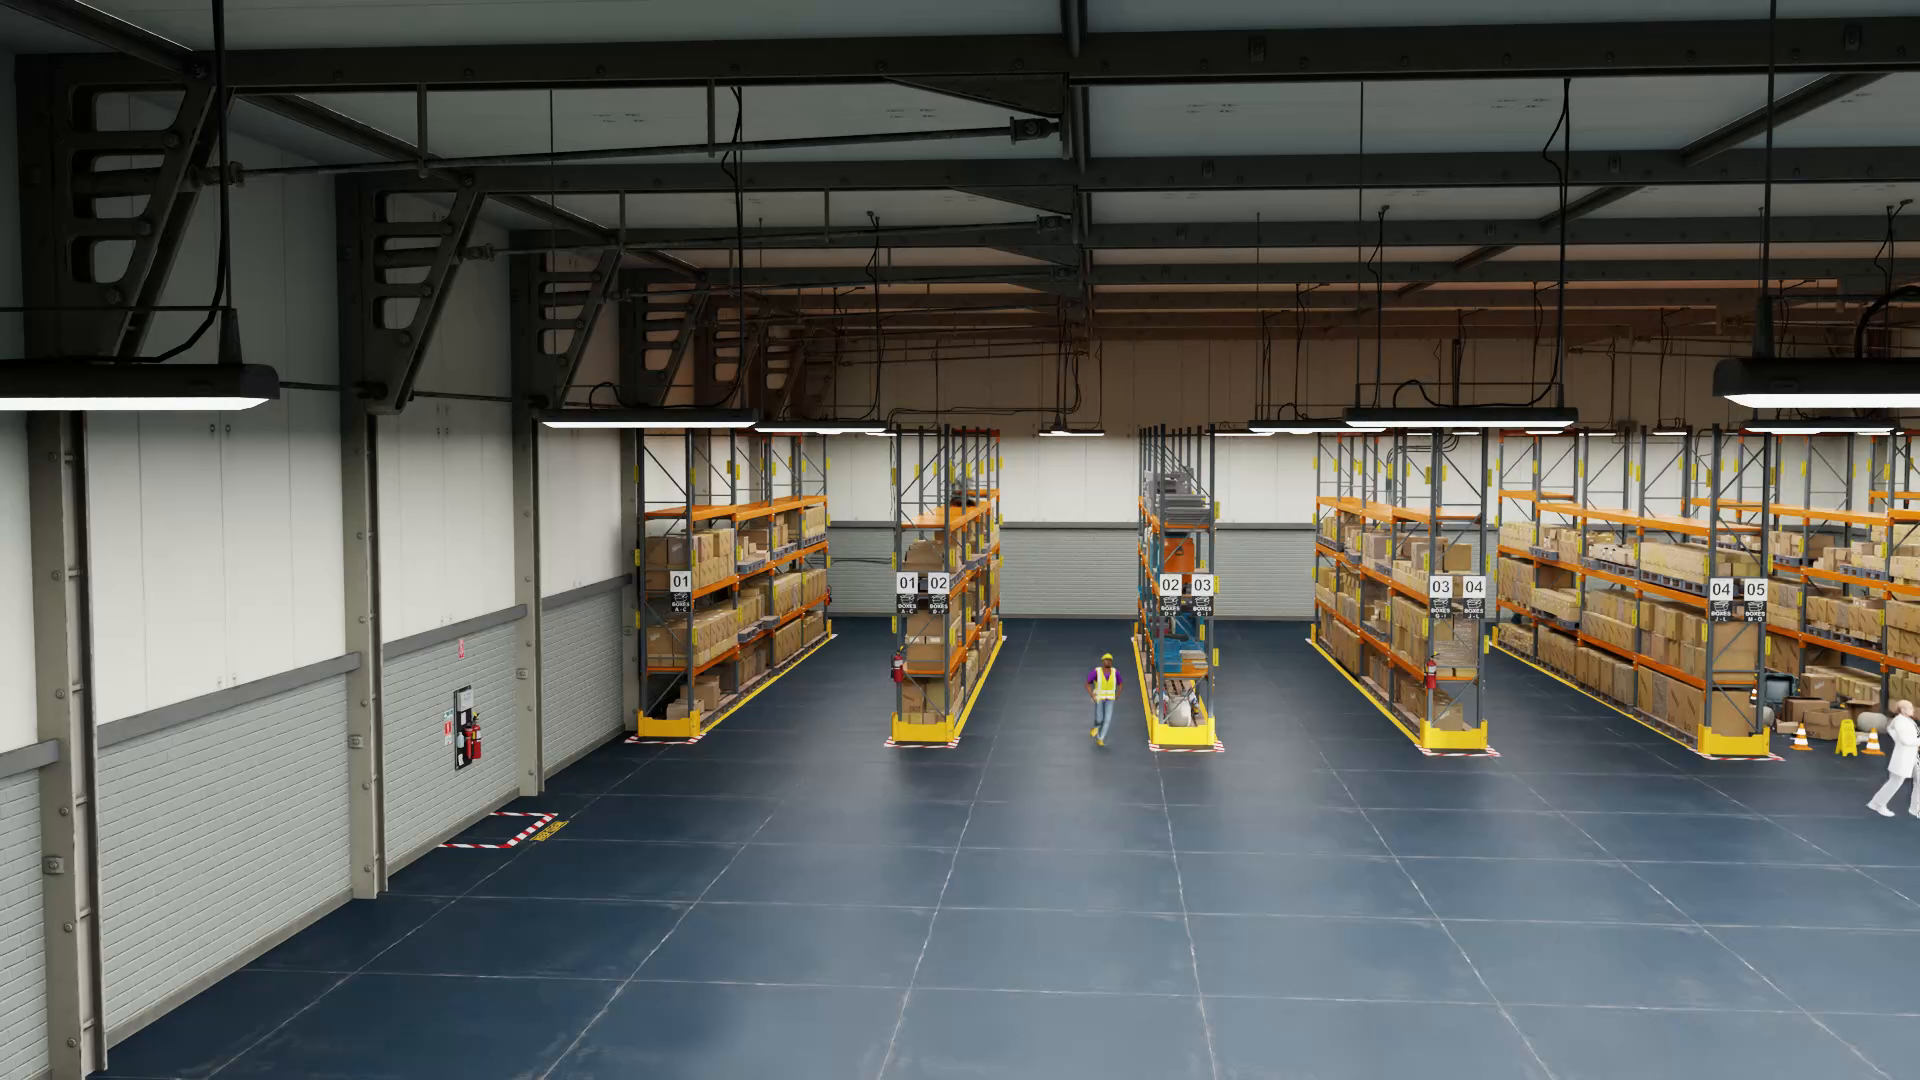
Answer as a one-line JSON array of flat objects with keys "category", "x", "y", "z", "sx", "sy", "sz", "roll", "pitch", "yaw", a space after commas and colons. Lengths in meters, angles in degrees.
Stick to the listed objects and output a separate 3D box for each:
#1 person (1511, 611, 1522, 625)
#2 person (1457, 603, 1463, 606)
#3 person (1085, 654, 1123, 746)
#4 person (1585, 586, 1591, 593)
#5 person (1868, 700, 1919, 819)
[{"category": "person", "x": 15.835, "y": 2.058, "z": 47.169, "sx": 0.666, "sy": 1.633, "sz": 0.514, "roll": 0, "pitch": 3, "yaw": -3}, {"category": "person", "x": 13.386, "y": 2.211, "z": 43.928, "sx": 0.683, "sy": 1.679, "sz": 0.699, "roll": 1, "pitch": 4, "yaw": 16}, {"category": "person", "x": 2.737, "y": 2.981, "z": 31.283, "sx": 0.729, "sy": 1.700, "sz": 0.671, "roll": -1, "pitch": 4, "yaw": -11}, {"category": "person", "x": 17.019, "y": 2.128, "z": 45.221, "sx": 0.578, "sy": 1.753, "sz": 0.747, "roll": -1, "pitch": 4, "yaw": -12}, {"category": "person", "x": 14.115, "y": 3.314, "z": 24.903, "sx": 0.866, "sy": 1.844, "sz": 0.677, "roll": 3, "pitch": 5, "yaw": 43}]
